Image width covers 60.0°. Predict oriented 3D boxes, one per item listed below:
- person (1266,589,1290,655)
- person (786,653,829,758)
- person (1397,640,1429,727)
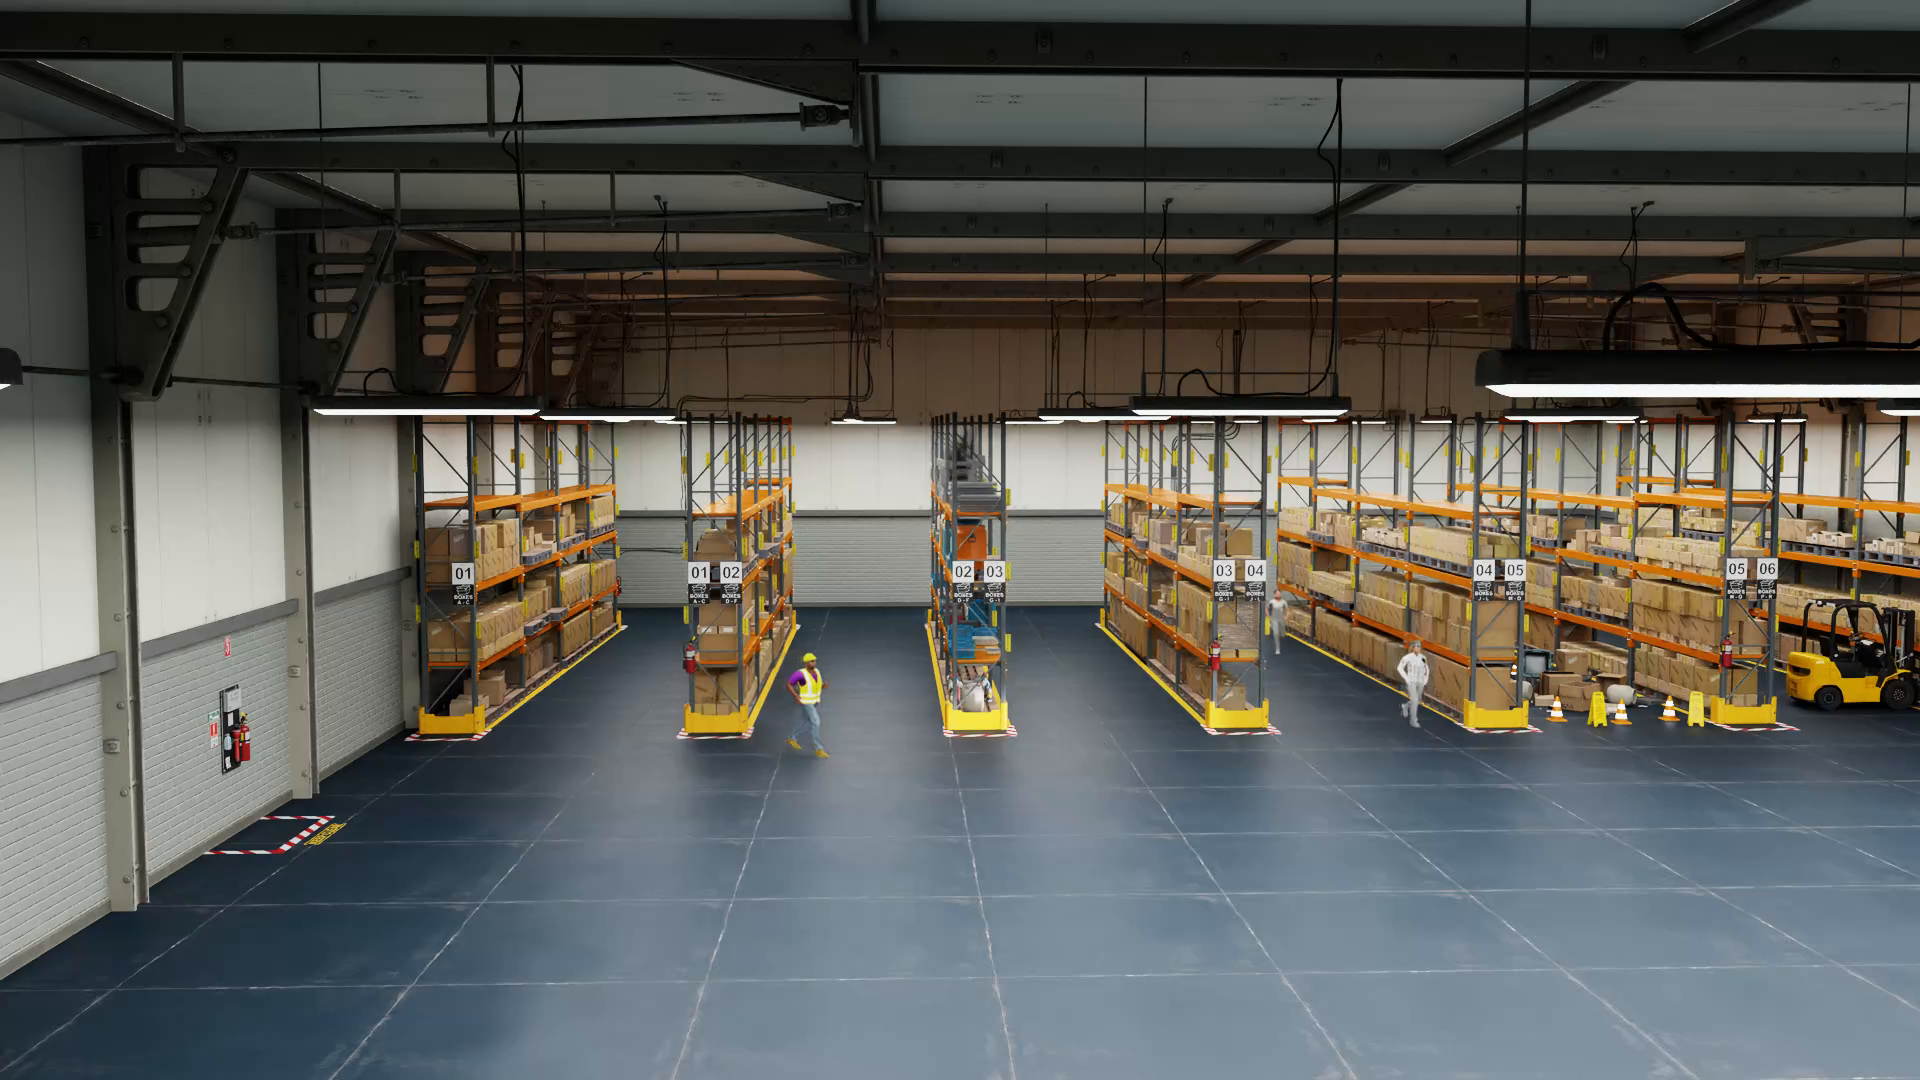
[{"bbox_3d":[8.003,2.047,41.944,0.600,1.632,0.769,0,4,3],"label":"person"},{"bbox_3d":[-2.625,2.860,29.015,0.904,1.794,0.676,2,4,29],"label":"person"},{"bbox_3d":[8.713,2.739,32.000,0.653,1.680,0.711,-1,4,-16],"label":"person"}]
